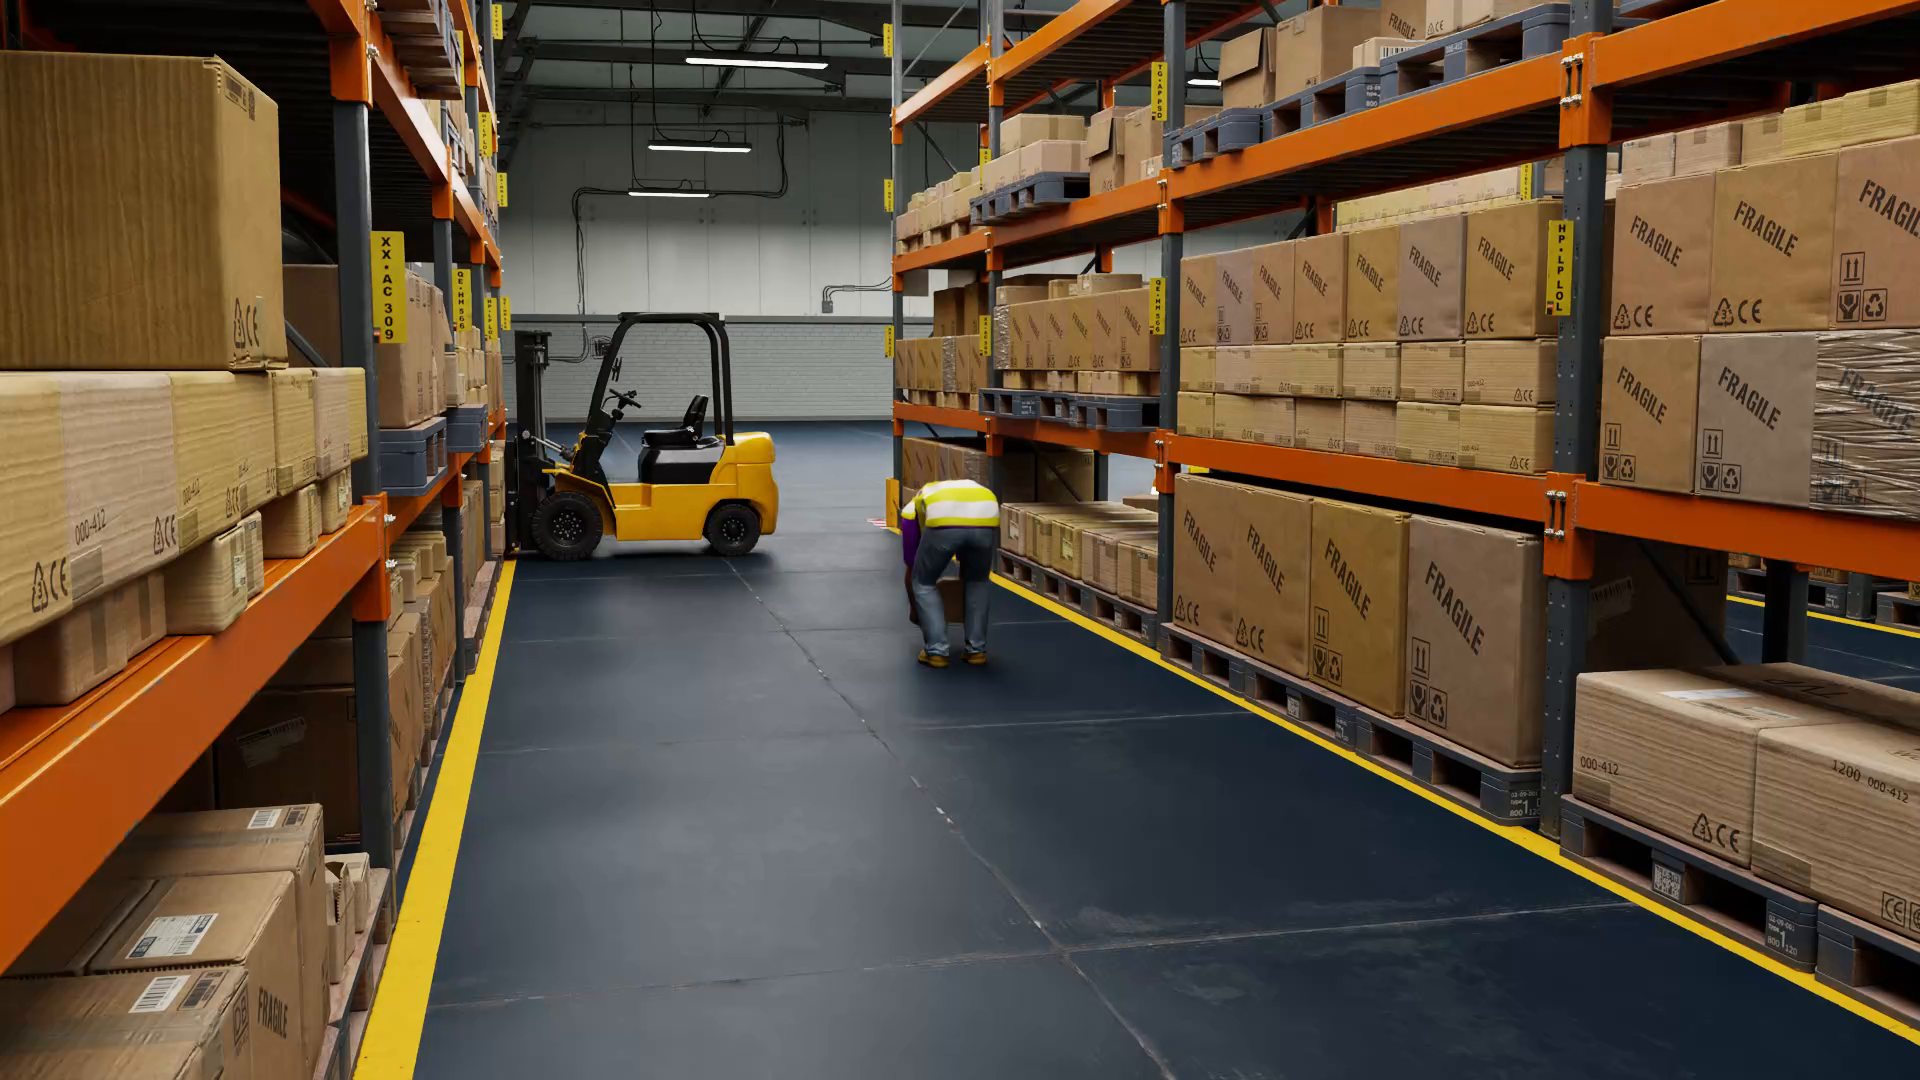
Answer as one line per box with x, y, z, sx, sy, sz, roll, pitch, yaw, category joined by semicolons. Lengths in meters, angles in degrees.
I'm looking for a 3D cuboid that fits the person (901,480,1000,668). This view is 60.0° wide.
-0.087;0.161;9.673;0.483;1.054;0.981;-2;6;-16;person
